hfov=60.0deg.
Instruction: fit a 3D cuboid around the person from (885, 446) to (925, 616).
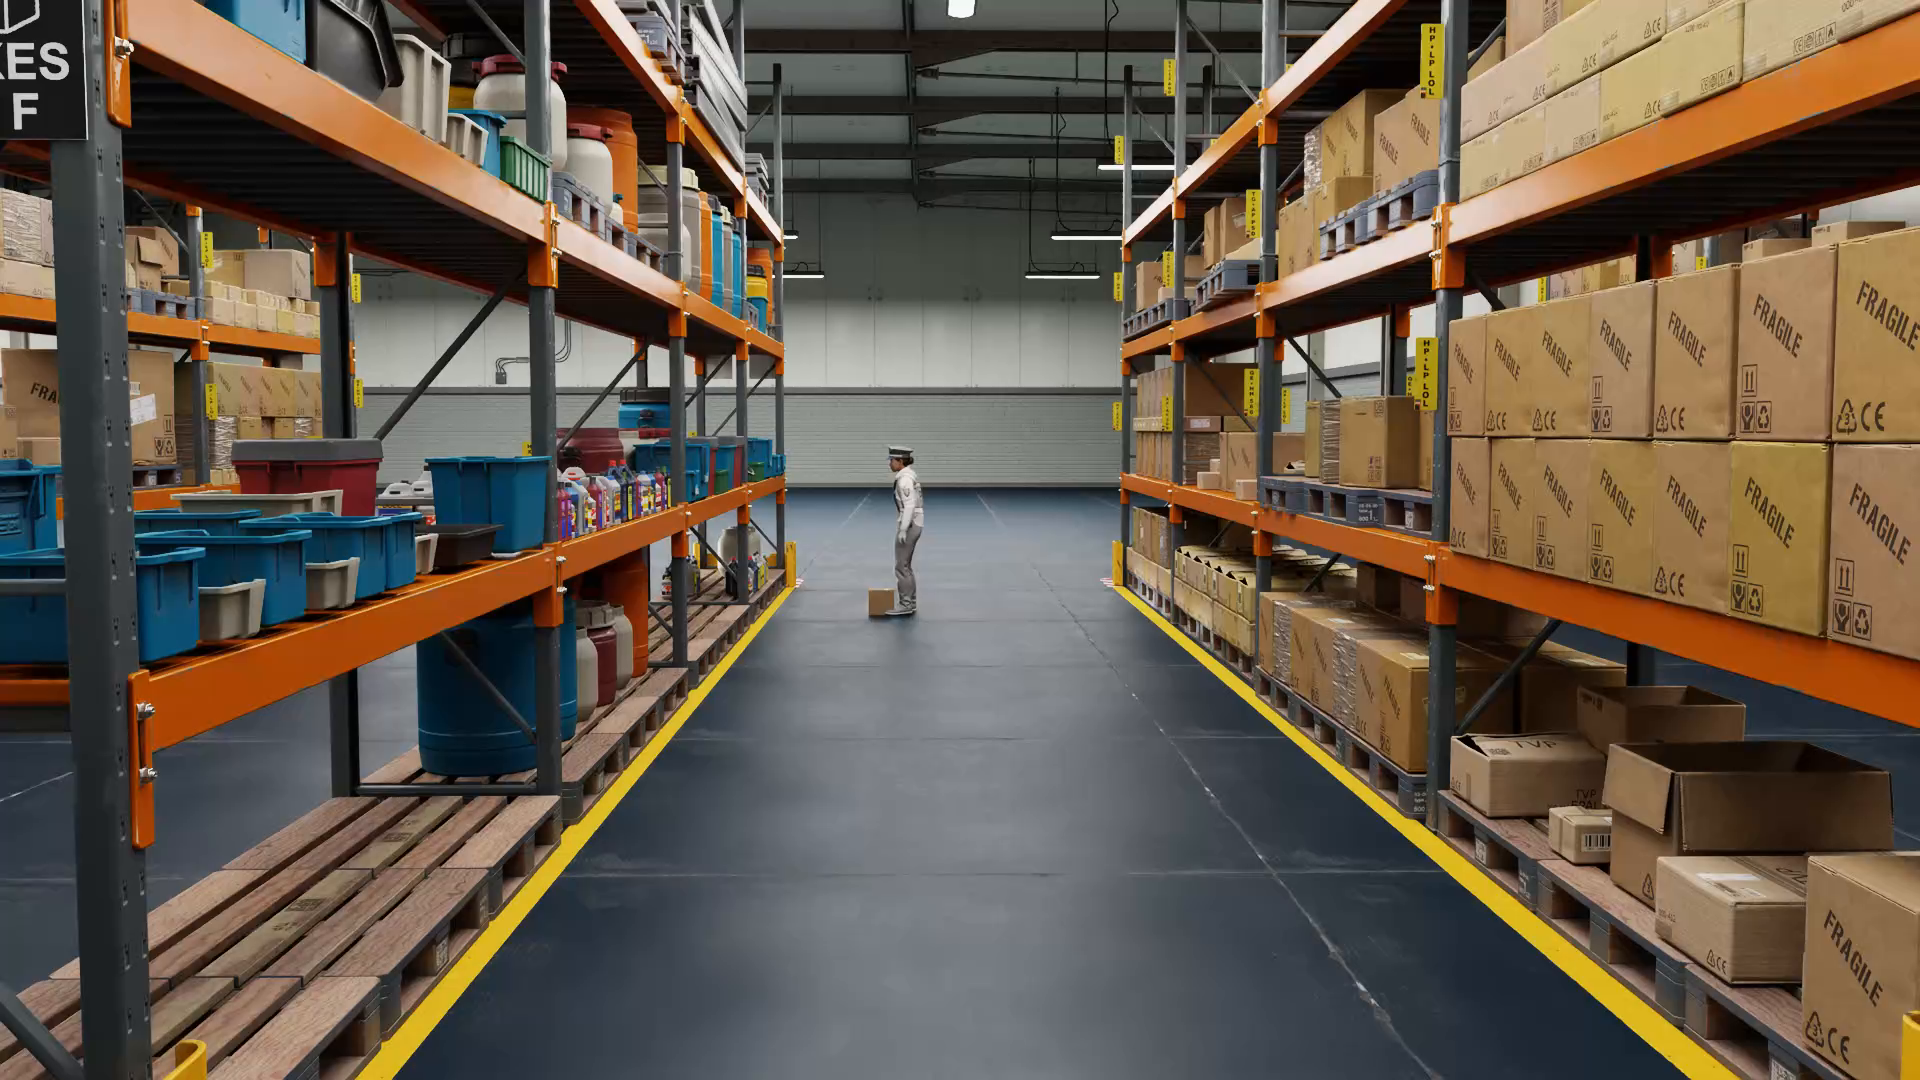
[{"bbox_3d":[-0.551,-0.097,16.409,0.410,1.663,0.526,0,4,-2],"label":"person"}]
